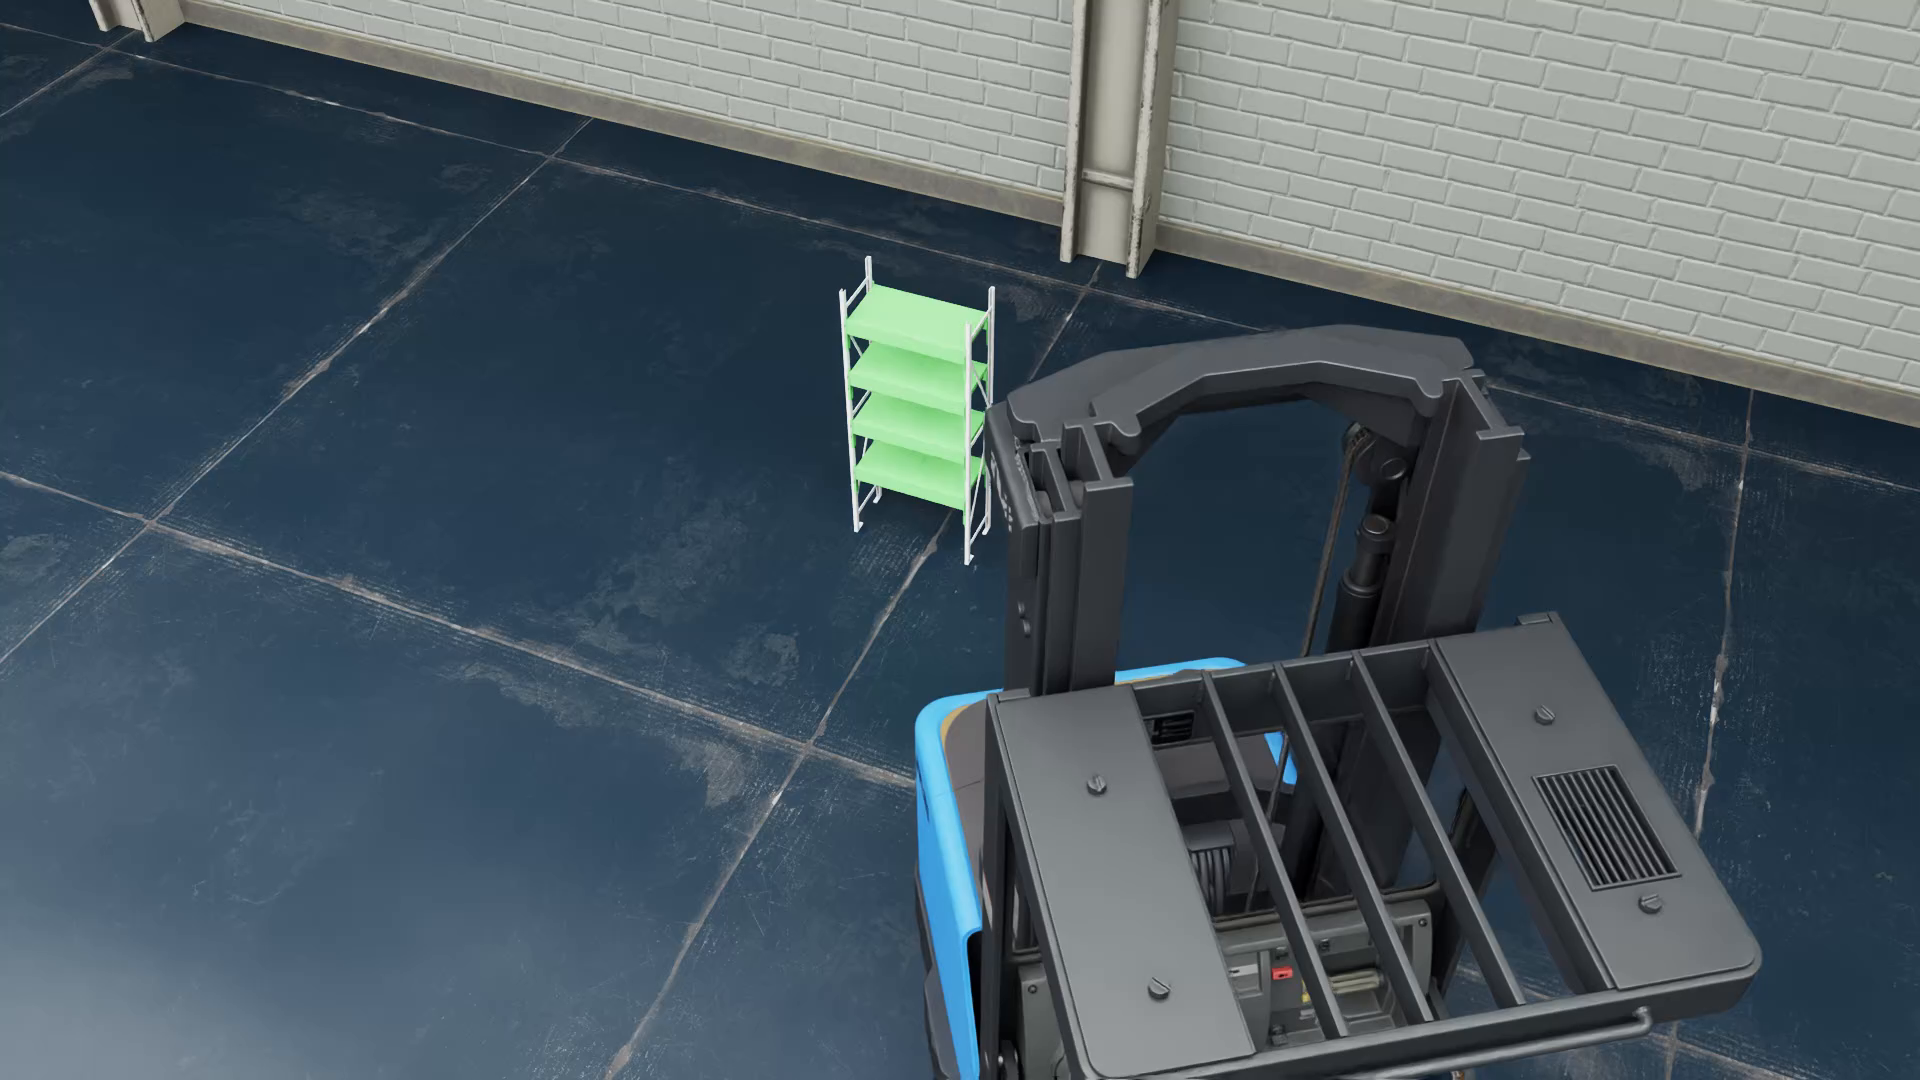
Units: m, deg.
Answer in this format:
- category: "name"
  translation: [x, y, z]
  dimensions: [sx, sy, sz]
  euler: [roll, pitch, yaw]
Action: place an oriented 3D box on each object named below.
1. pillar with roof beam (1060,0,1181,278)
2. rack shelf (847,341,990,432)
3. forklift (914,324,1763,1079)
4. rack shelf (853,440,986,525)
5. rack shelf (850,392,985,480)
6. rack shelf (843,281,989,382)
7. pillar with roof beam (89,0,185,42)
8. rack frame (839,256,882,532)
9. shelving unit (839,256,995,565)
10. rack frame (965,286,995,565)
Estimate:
- category: "pillar with roof beam"
  translation: [-0.929, -1.800, 2.180]
  dimensions: [0.400, 9.000, 9.100]
  euler: [16, 47, 16]
- category: "rack shelf"
  translation: [-0.153, -0.595, 6.248]
  dimensions: [0.480, 0.148, 0.258]
  euler: [16, 47, 16]
- category: "forklift"
  translation: [0.635, 1.141, 3.525]
  dimensions: [1.130, 2.935, 3.031]
  euler: [-8, 45, -8]
- category: "rack shelf"
  translation: [-0.153, -0.255, 6.586]
  dimensions: [0.480, 0.148, 0.258]
  euler: [16, 47, 16]
- category: "rack shelf"
  translation: [-0.153, -0.425, 6.417]
  dimensions: [0.480, 0.148, 0.258]
  euler: [16, 47, 16]
- category: "rack shelf"
  translation: [-0.153, -0.765, 6.078]
  dimensions: [0.480, 0.148, 0.258]
  euler: [16, 47, 16]
- category: "pillar with roof beam"
  translation: [-6.467, -3.430, 3.817]
  dimensions: [0.400, 9.000, 9.100]
  euler: [16, 47, 16]
- category: "rack frame"
  translation: [-0.378, -0.537, 6.439]
  dimensions: [0.015, 1.200, 0.240]
  euler: [16, 47, 16]
- category: "shelving unit"
  translation: [-0.153, -0.470, 6.372]
  dimensions: [0.503, 1.200, 0.258]
  euler: [16, 47, 16]
- category: "rack frame"
  translation: [0.072, -0.404, 6.305]
  dimensions: [0.015, 1.200, 0.240]
  euler: [16, 47, 16]
